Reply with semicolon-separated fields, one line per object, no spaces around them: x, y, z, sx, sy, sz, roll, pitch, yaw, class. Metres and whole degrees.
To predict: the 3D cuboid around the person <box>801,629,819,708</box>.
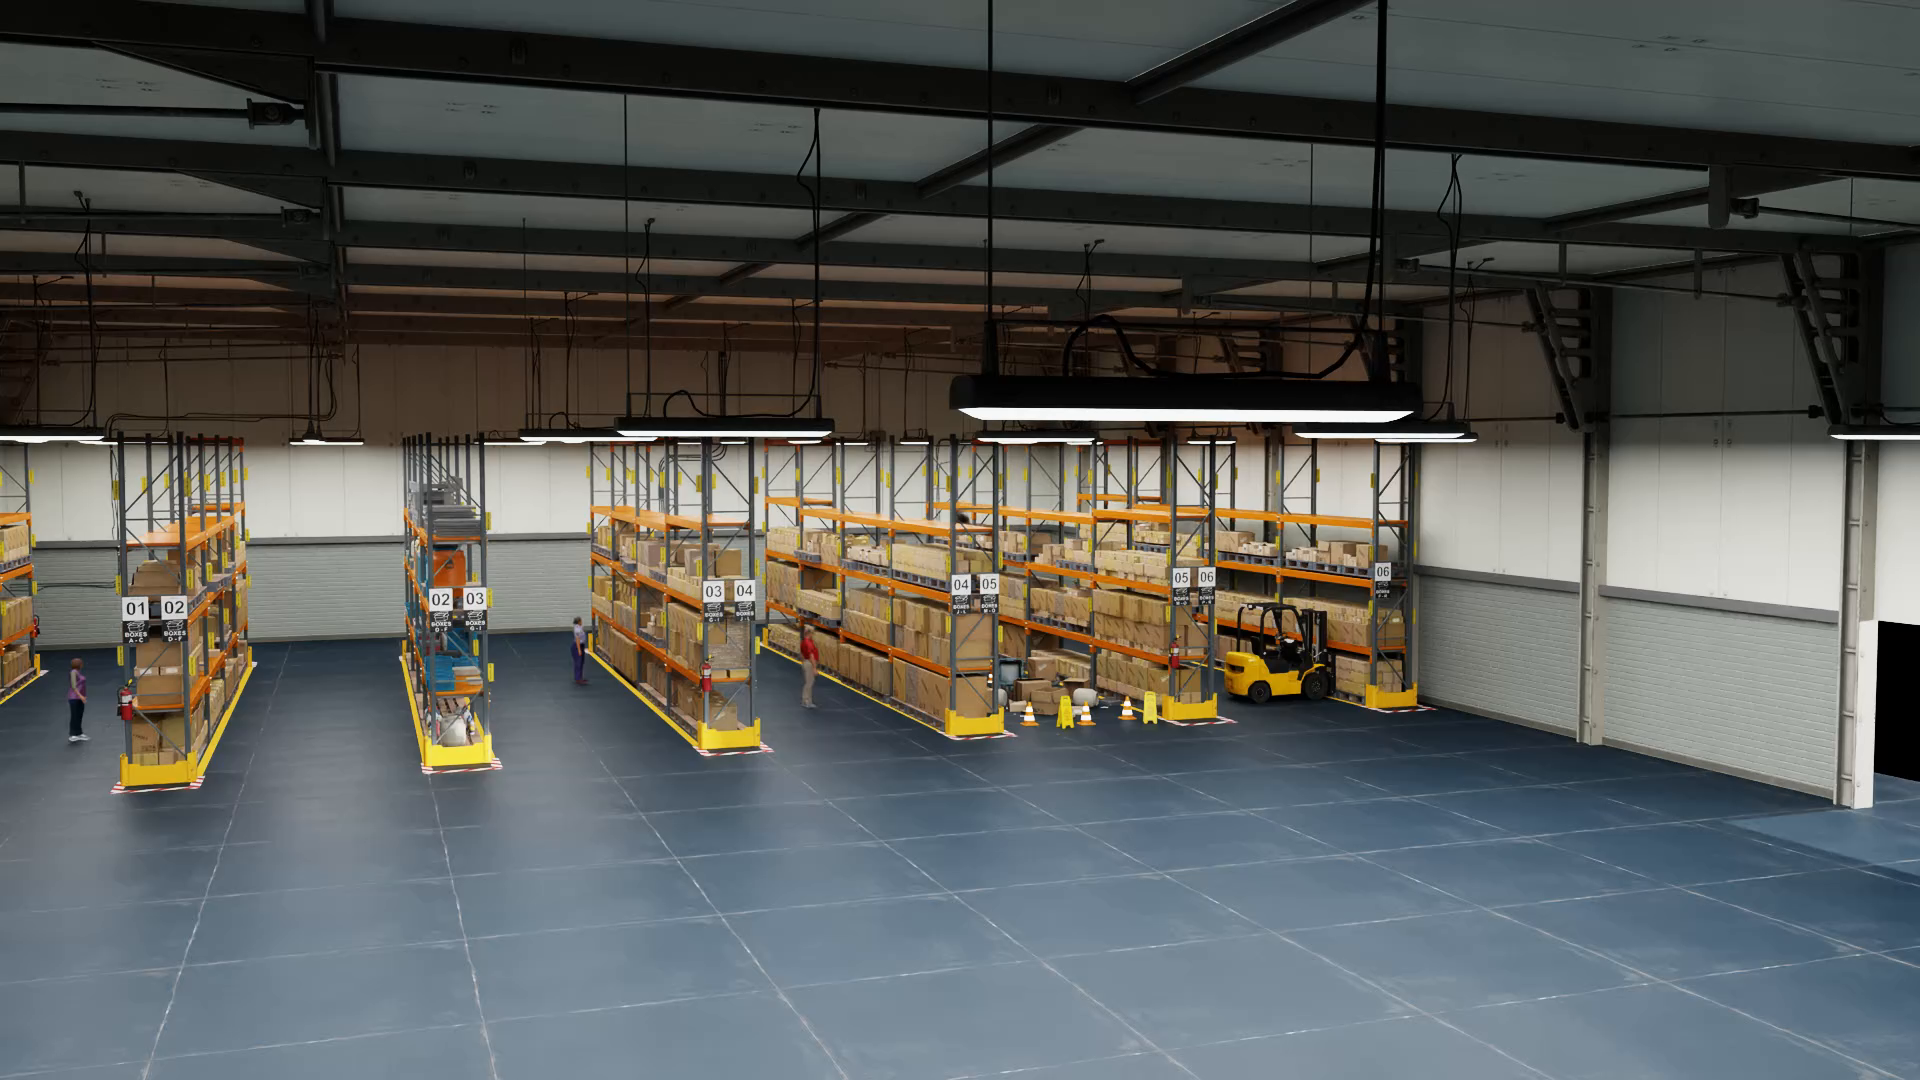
-3.323;2.839;36.721;0.397;1.767;0.680;-1;3;-21;person

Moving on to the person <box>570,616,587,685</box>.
-9.249;2.675;40.418;0.443;1.629;0.673;0;3;-2;person

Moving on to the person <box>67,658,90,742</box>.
-17.203;3.119;32.513;0.473;1.620;0.479;0;3;3;person
